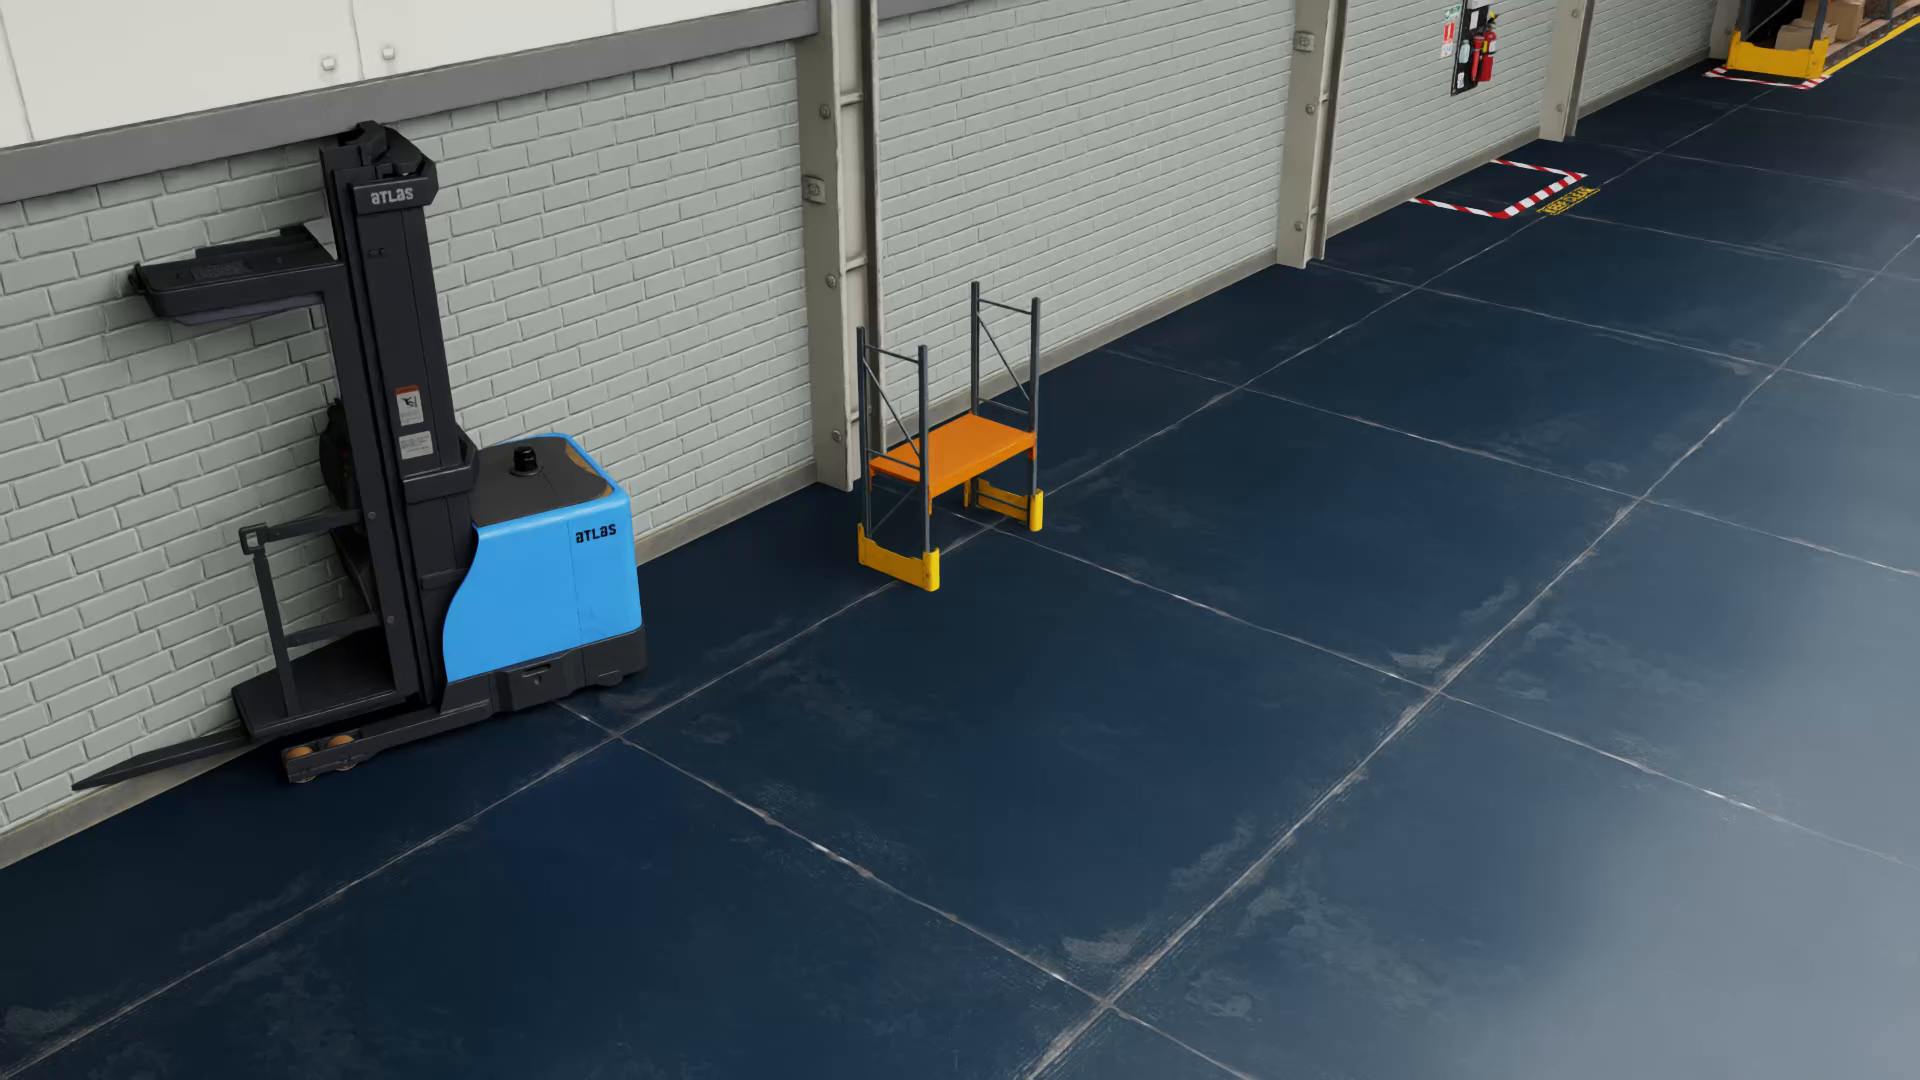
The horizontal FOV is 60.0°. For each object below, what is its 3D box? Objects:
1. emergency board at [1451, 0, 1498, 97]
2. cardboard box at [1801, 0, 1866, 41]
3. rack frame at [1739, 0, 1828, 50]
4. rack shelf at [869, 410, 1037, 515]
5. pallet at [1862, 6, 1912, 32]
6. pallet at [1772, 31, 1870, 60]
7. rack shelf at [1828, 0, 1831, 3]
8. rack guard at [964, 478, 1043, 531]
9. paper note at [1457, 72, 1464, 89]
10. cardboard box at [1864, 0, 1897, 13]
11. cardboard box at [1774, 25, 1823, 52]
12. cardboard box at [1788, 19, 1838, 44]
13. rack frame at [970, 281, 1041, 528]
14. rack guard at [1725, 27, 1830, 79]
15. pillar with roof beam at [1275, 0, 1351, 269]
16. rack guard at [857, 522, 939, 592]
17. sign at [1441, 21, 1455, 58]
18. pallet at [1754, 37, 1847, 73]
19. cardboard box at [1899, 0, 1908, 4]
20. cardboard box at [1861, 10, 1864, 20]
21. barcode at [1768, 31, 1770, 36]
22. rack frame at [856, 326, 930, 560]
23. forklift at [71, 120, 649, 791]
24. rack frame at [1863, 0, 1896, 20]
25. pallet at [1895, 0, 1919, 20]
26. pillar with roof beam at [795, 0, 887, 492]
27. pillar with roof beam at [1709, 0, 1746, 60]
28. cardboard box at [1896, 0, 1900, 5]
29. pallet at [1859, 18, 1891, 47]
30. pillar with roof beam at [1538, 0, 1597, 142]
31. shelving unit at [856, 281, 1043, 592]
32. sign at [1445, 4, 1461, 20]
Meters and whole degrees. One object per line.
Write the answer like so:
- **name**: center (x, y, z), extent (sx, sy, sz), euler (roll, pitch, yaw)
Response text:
- **emergency board**: center (5.306, -5.149, 16.938), extent (0.194, 1.169, 0.643), euler (21, 34, 34)
- **cardboard box**: center (12.324, -7.392, 23.516), extent (0.700, 0.500, 0.500), euler (18, 33, 31)
- **rack frame**: center (10.946, -7.640, 21.754), extent (1.000, 3.000, 0.127), euler (21, 34, 34)
- **rack shelf**: center (-0.054, -0.476, 9.930), extent (0.538, 0.185, 1.000), euler (21, 34, 34)
- **pallet**: center (13.985, -8.096, 25.670), extent (1.003, 0.211, 1.213), euler (21, 34, 34)
- **pallet**: center (12.315, -7.137, 23.816), extent (1.003, 0.211, 1.213), euler (21, 34, 34)
- **rack shelf**: center (12.218, -8.030, 23.290), extent (1.077, 0.370, 4.000), euler (21, 34, 34)
- **rack guard**: center (0.268, -0.261, 10.482), extent (0.587, 0.250, 0.087), euler (21, 34, 34)
- **paper note**: center (5.140, -4.715, 17.058), extent (0.016, 0.148, 0.142), euler (21, 34, 34)
- **cardboard box**: center (13.946, -8.409, 25.482), extent (0.700, 0.500, 0.500), euler (22, 35, 36)
- **cardboard box**: center (11.456, -6.860, 22.694), extent (0.500, 0.311, 0.500), euler (17, 32, 29)
- **cardboard box**: center (11.818, -7.062, 23.085), extent (0.500, 0.311, 0.500), euler (24, 36, 38)
- **rack frame**: center (0.269, -0.816, 10.195), extent (0.500, 1.500, 0.032), euler (21, 34, 34)
- **rack guard**: center (10.995, -6.557, 22.380), extent (1.175, 0.500, 0.348), euler (21, 34, 34)
- **pillar with roof beam**: center (6.413, -5.293, 10.688), extent (9.100, 9.000, 0.400), euler (21, 34, 34)
- **rack guard**: center (-0.365, 0.093, 9.799), extent (0.587, 0.250, 0.087), euler (21, 34, 34)
- **sign**: center (4.875, -4.999, 16.609), extent (0.001, 0.329, 0.234), euler (21, 34, 34)
- **pallet**: center (11.539, -6.706, 22.984), extent (1.003, 0.211, 1.213), euler (21, 34, 34)
- **cardboard box**: center (14.591, -8.776, 26.192), extent (0.700, 0.500, 0.500), euler (21, 34, 35)
- **cardboard box**: center (13.173, -7.797, 24.662), extent (0.380, 0.166, 0.250), euler (16, 31, 28)
- **barcode**: center (11.159, -6.988, 22.930), extent (0.001, 0.075, 0.075), euler (21, 34, 34)
- **rack frame**: center (-0.378, -0.456, 9.499), extent (0.500, 1.500, 0.032), euler (21, 34, 34)
- **forklift**: center (-3.182, -0.413, 7.859), extent (3.031, 2.935, 1.130), euler (-16, 31, -27)
- **rack frame**: center (13.490, -9.058, 24.495), extent (1.000, 3.000, 0.127), euler (21, 34, 34)
- **pallet**: center (14.760, -8.531, 26.510), extent (1.003, 0.211, 1.213), euler (21, 34, 34)
- **pillar with roof beam**: center (2.597, -3.166, 6.575), extent (9.100, 9.000, 0.400), euler (21, 34, 34)
- **pillar with roof beam**: center (14.046, -9.547, 18.912), extent (9.100, 9.000, 0.400), euler (21, 34, 34)
- **cardboard box**: center (14.236, -8.607, 25.865), extent (0.700, 0.500, 0.500), euler (20, 33, 33)
- **pallet**: center (13.091, -7.571, 24.656), extent (1.003, 0.211, 1.213), euler (21, 34, 34)
- **pillar with roof beam**: center (10.229, -7.420, 14.800), extent (9.100, 9.000, 0.400), euler (21, 34, 34)
- **shelving unit**: center (-0.048, -0.639, 9.853), extent (0.587, 1.500, 1.083), euler (21, 34, 34)
- **sign**: center (4.885, -5.233, 16.486), extent (0.001, 0.109, 0.331), euler (21, 34, 34)
